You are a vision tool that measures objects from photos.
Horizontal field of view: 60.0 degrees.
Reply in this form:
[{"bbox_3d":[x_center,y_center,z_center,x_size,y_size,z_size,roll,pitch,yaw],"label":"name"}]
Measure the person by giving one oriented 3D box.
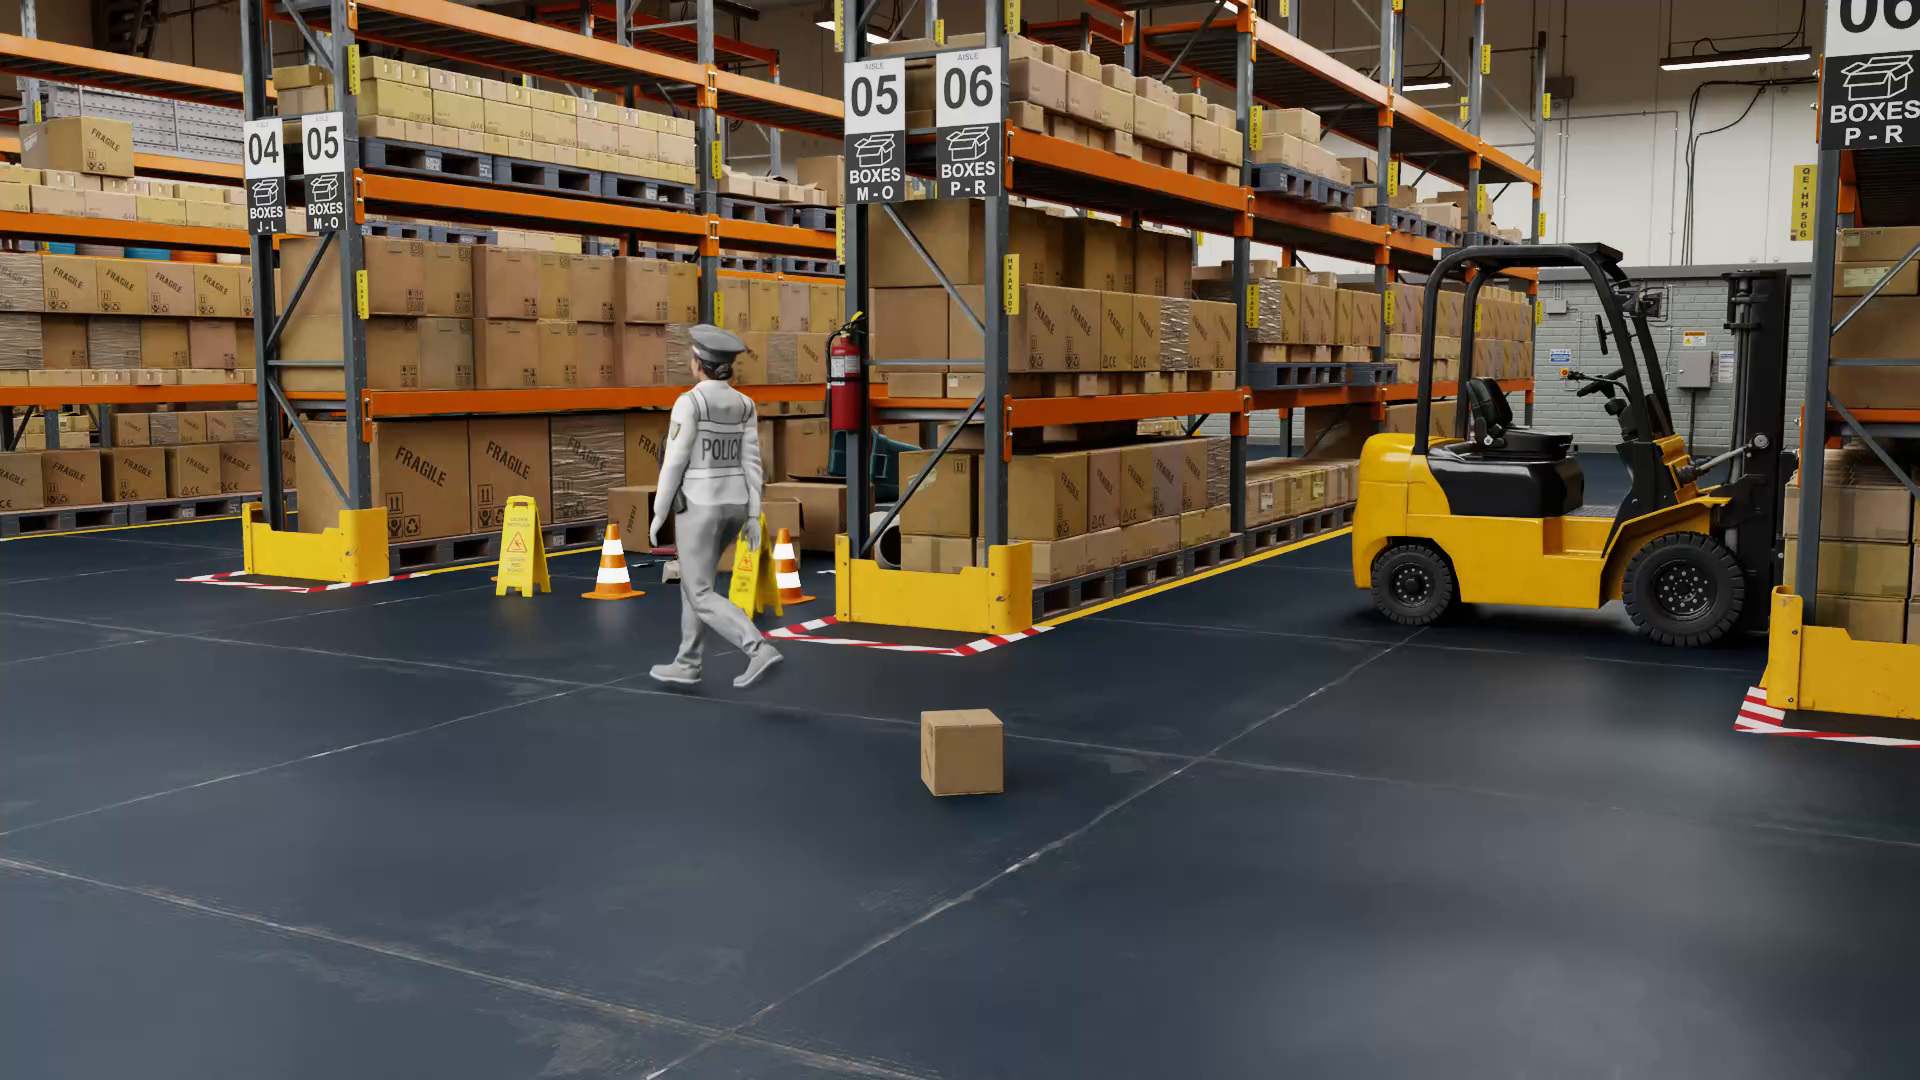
[{"bbox_3d":[-1.097,-0.135,7.404,0.928,1.644,0.478,4,7,36],"label":"person"}]
